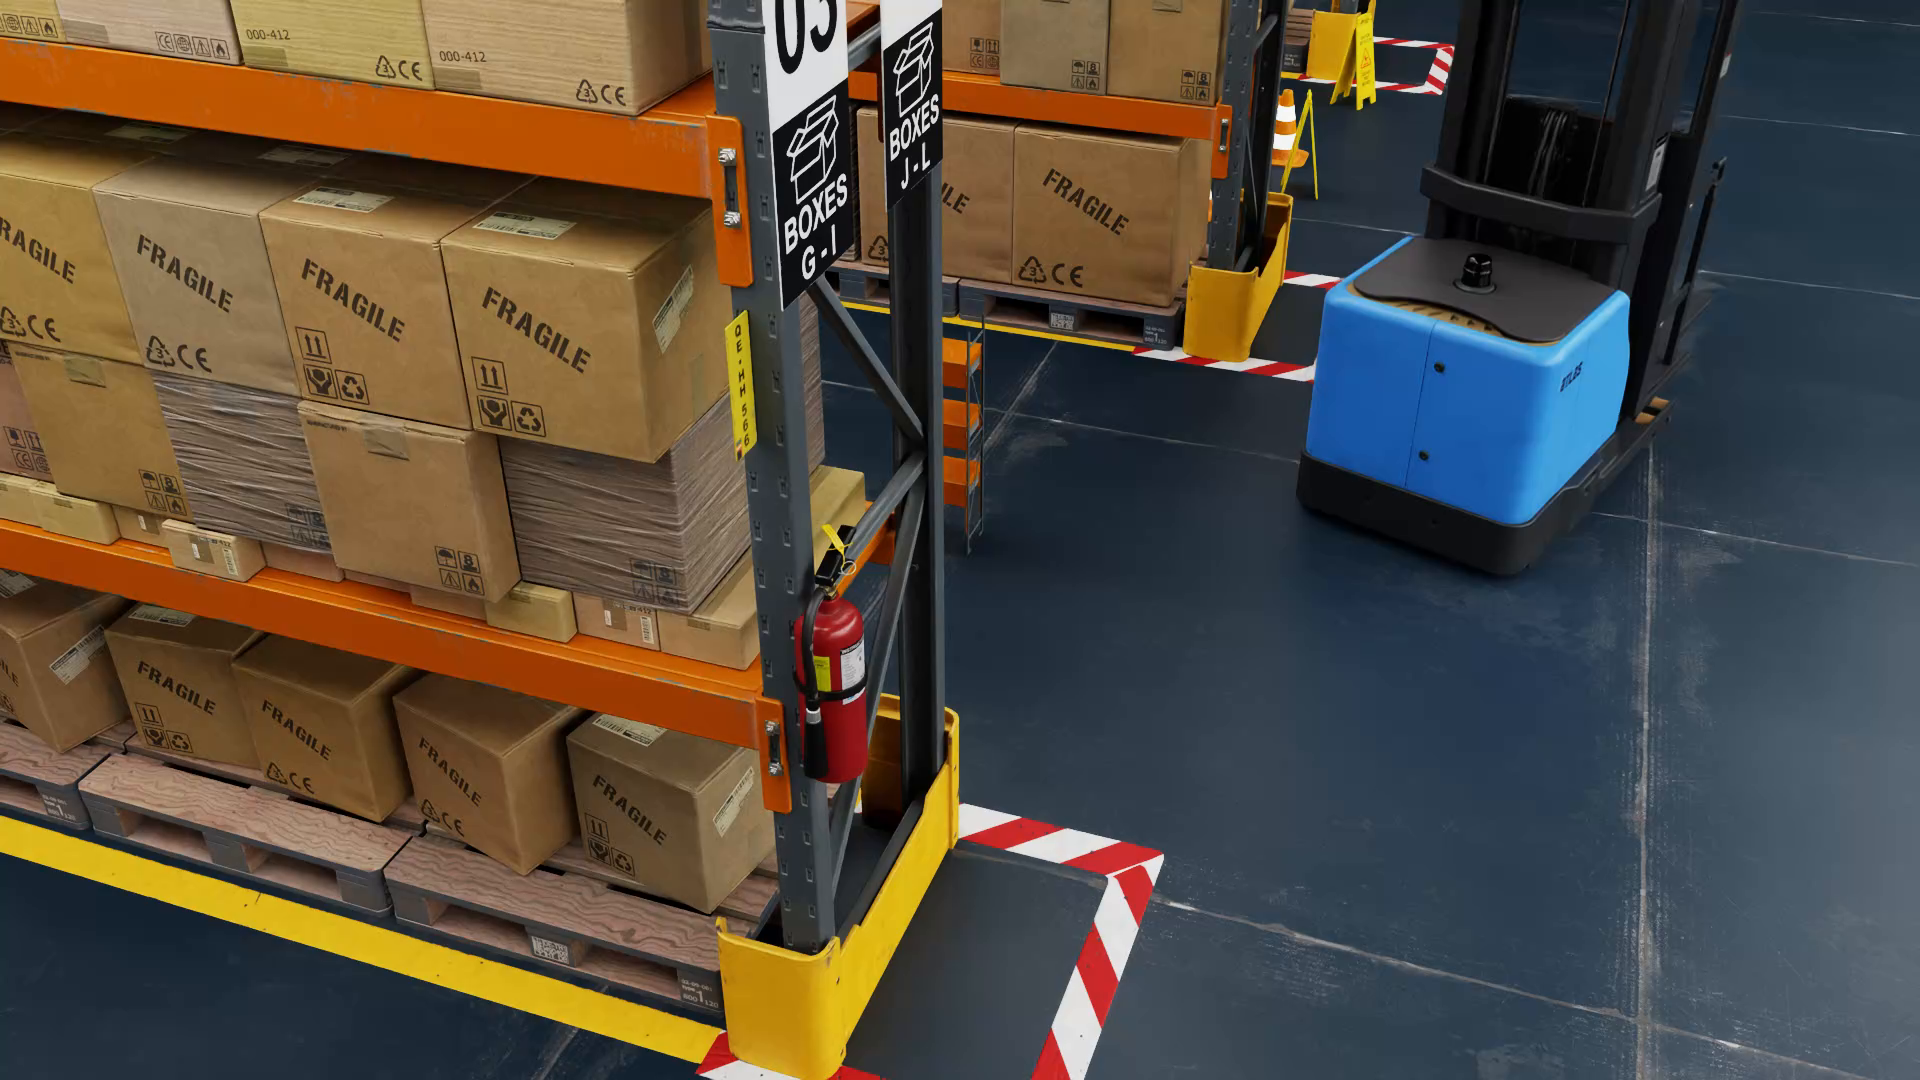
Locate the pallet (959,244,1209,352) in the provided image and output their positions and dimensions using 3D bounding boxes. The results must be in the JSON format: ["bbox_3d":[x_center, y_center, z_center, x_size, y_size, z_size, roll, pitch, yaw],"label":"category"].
[{"bbox_3d":[0.717,-1.445,9.294,1.213,0.211,1.003,11,34,16],"label":"pallet"}]

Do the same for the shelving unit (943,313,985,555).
[{"bbox_3d":[-0.050,-0.451,6.980,0.252,1.050,0.215,11,34,16],"label":"shelving unit"}]

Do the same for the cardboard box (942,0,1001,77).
[{"bbox_3d":[0.121,-2.874,8.798,0.550,0.550,0.875,11,34,16],"label":"cardboard box"}]

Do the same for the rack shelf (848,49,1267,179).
[{"bbox_3d":[-0.387,-2.574,9.134,4.000,0.370,1.077,11,34,16],"label":"rack shelf"}]

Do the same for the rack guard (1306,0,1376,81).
[{"bbox_3d":[2.999,-4.020,13.015,0.348,0.500,1.175,11,34,16],"label":"rack guard"}]

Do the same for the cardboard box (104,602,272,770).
[{"bbox_3d":[-2.522,0.414,5.761,0.500,0.500,0.500,8,34,12],"label":"cardboard box"}]

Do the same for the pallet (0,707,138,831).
[{"bbox_3d":[-3.394,0.548,6.206,1.213,0.211,1.003,11,34,16],"label":"pallet"}]

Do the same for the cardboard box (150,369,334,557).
[{"bbox_3d":[-1.748,-0.421,4.771,0.500,0.500,0.875,11,34,16],"label":"cardboard box"}]

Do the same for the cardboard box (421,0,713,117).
[{"bbox_3d":[-0.812,-1.152,3.641,0.500,0.250,0.500,12,35,18],"label":"cardboard box"}]

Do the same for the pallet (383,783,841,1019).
[{"bbox_3d":[-1.097,0.995,5.515,1.213,0.211,1.003,11,34,16],"label":"pallet"}]

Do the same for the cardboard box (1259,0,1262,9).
[{"bbox_3d":[2.228,-4.406,12.765,0.500,0.500,0.500,11,35,17],"label":"cardboard box"}]

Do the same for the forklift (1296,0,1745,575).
[{"bbox_3d":[2.809,-1.822,7.369,1.130,2.935,3.031,23,39,31],"label":"forklift"}]

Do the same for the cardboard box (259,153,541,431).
[{"bbox_3d":[-1.346,-0.646,4.197,0.500,0.500,0.500,11,34,16],"label":"cardboard box"}]

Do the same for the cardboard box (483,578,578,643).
[{"bbox_3d":[-1.098,0.097,4.566,0.250,0.149,0.380,11,34,16],"label":"cardboard box"}]

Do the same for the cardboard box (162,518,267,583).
[{"bbox_3d":[-2.058,-0.058,4.806,0.250,0.149,0.380,11,34,16],"label":"cardboard box"}]

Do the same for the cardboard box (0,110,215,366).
[{"bbox_3d":[-2.284,-0.835,4.489,0.500,0.500,0.500,11,34,16],"label":"cardboard box"}]

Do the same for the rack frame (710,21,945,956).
[{"bbox_3d":[-0.273,0.004,4.478,0.127,3.000,1.000,11,34,16],"label":"rack frame"}]

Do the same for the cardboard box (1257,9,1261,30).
[{"bbox_3d":[2.196,-4.092,12.971,0.500,0.250,0.500,11,34,16],"label":"cardboard box"}]

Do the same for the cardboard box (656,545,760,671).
[{"bbox_3d":[-0.611,0.163,4.464,0.250,0.149,0.380,11,34,16],"label":"cardboard box"}]

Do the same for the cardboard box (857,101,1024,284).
[{"bbox_3d":[0.006,-2.044,9.223,0.875,0.875,0.875,10,34,16],"label":"cardboard box"}]

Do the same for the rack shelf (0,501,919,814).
[{"bbox_3d":[-2.155,-0.060,5.240,4.000,0.370,1.077,11,34,16],"label":"rack shelf"}]

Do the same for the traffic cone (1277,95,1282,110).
[{"bbox_3d":[2.231,-3.410,12.106,0.334,0.463,0.336,11,34,16],"label":"traffic cone"}]

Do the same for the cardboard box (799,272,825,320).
[{"bbox_3d":[-0.699,-0.823,4.471,0.500,0.500,0.500,11,34,16],"label":"cardboard box"}]

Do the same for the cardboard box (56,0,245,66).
[{"bbox_3d":[-1.763,-1.340,3.932,0.500,0.250,0.500,12,35,18],"label":"cardboard box"}]

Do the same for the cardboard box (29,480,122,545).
[{"bbox_3d":[-2.521,-0.162,4.967,0.250,0.149,0.380,11,34,16],"label":"cardboard box"}]

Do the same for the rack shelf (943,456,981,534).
[{"bbox_3d":[-0.050,-0.208,7.137,0.240,0.259,0.215,11,34,16],"label":"rack shelf"}]

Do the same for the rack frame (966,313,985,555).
[{"bbox_3d":[0.064,-0.429,6.946,0.008,1.050,0.200,11,34,16],"label":"rack frame"}]

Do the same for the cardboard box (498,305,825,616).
[{"bbox_3d":[-0.781,-0.278,4.548,0.500,0.500,0.875,11,34,16],"label":"cardboard box"}]

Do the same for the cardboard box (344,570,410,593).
[{"bbox_3d":[-1.550,-0.023,4.752,0.250,0.149,0.380,11,34,16],"label":"cardboard box"}]

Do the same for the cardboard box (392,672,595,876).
[{"bbox_3d":[-1.429,0.663,5.375,0.500,0.500,0.500,21,38,29],"label":"cardboard box"}]

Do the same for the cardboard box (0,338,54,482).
[{"bbox_3d":[-2.672,-0.632,5.096,0.500,0.500,0.875,11,34,16],"label":"cardboard box"}]

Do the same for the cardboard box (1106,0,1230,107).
[{"bbox_3d":[1.131,-2.618,8.401,0.550,0.550,0.875,11,34,16],"label":"cardboard box"}]

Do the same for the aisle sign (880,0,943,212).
[{"bbox_3d":[-0.113,-1.230,3.993,0.004,0.787,0.394,11,34,16],"label":"aisle sign"}]

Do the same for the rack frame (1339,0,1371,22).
[{"bbox_3d":[3.071,-5.056,12.316,0.127,3.000,1.000,11,34,16],"label":"rack frame"}]

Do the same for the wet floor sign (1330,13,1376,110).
[{"bbox_3d":[2.889,-3.486,12.054,0.232,0.644,0.267,24,40,32],"label":"wet floor sign"}]

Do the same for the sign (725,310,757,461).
[{"bbox_3d":[-0.479,-0.336,3.645,0.005,0.325,0.100,11,34,16],"label":"sign"}]
